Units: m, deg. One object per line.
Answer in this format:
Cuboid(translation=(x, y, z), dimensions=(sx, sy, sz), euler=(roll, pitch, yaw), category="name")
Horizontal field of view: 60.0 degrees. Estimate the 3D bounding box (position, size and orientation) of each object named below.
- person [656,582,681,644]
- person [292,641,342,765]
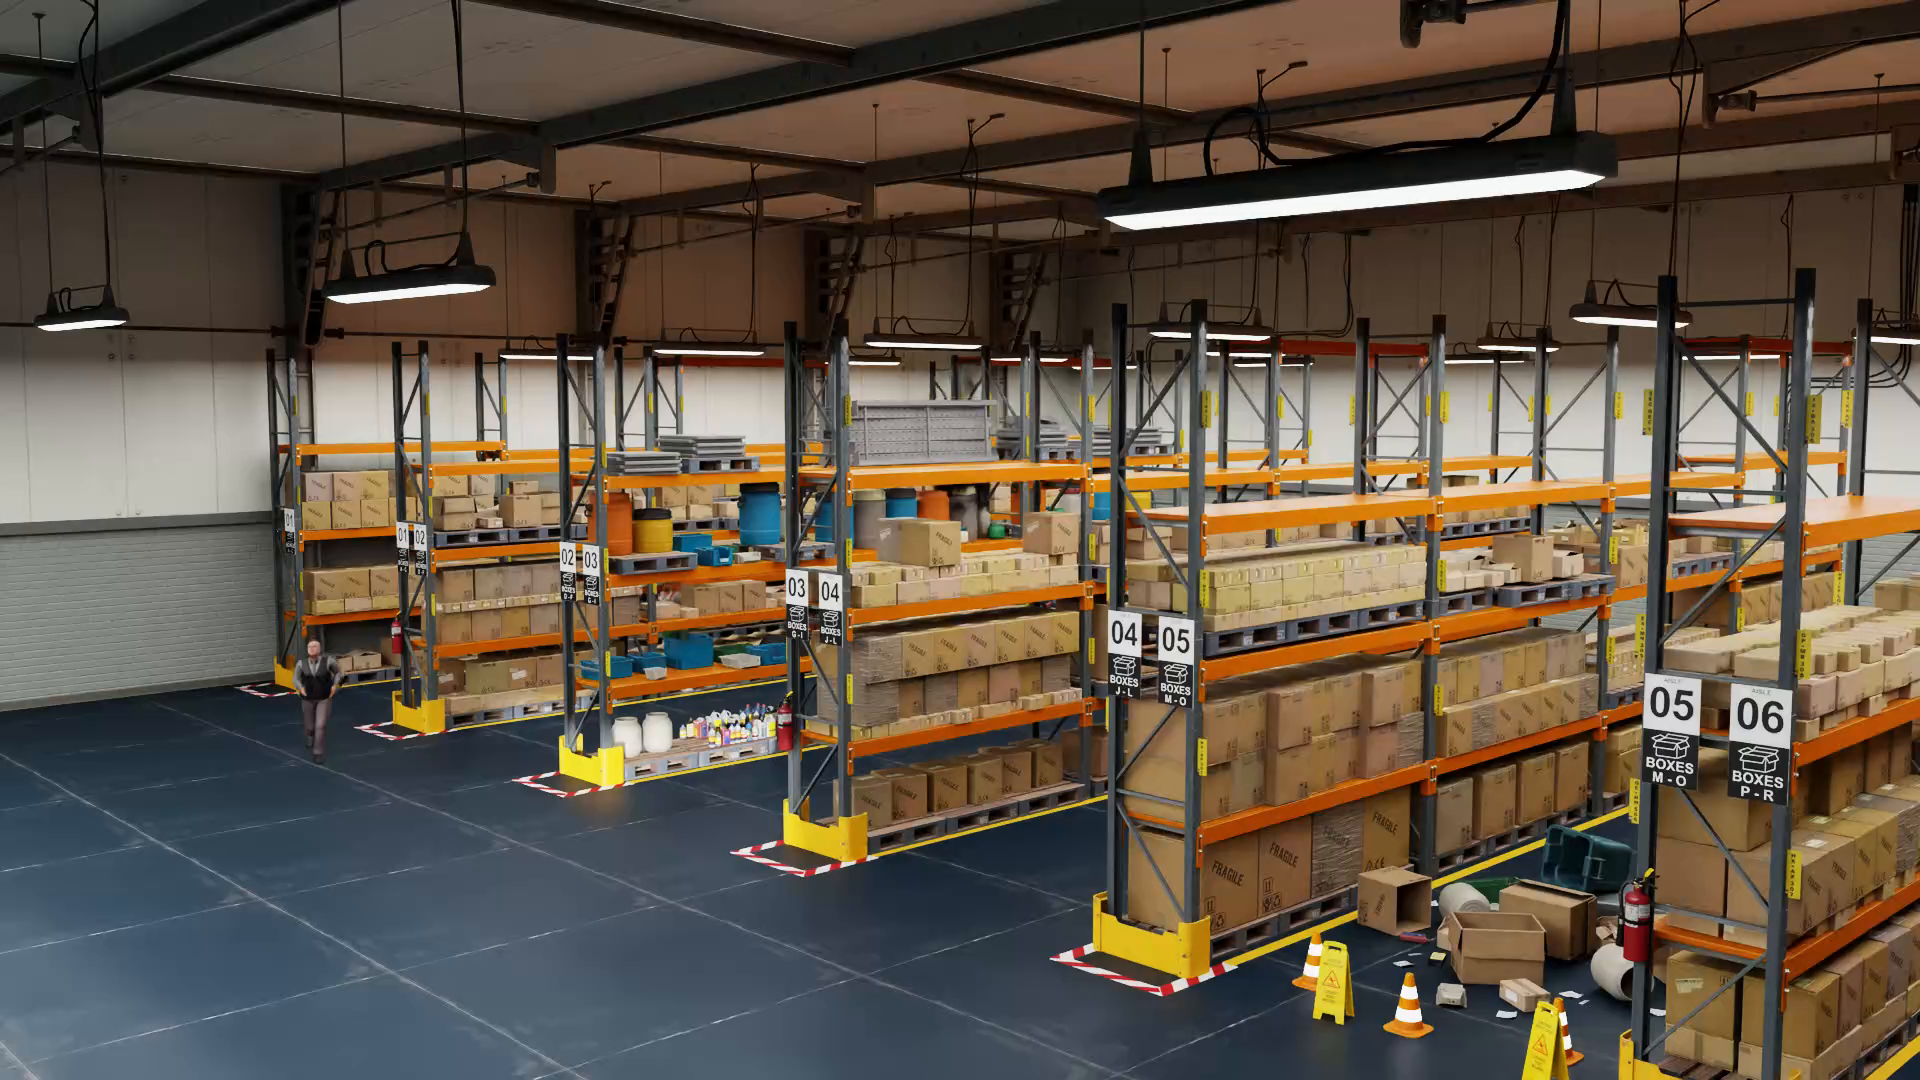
Cuboid(translation=(-5.412, 1.583, 30.868), dimensions=(0.642, 1.829, 0.850), euler=(4, 6, 39), category="person")
Cuboid(translation=(-9.145, 2.278, 23.679), dimensions=(0.670, 1.722, 0.847), euler=(-1, 5, -15), category="person")
